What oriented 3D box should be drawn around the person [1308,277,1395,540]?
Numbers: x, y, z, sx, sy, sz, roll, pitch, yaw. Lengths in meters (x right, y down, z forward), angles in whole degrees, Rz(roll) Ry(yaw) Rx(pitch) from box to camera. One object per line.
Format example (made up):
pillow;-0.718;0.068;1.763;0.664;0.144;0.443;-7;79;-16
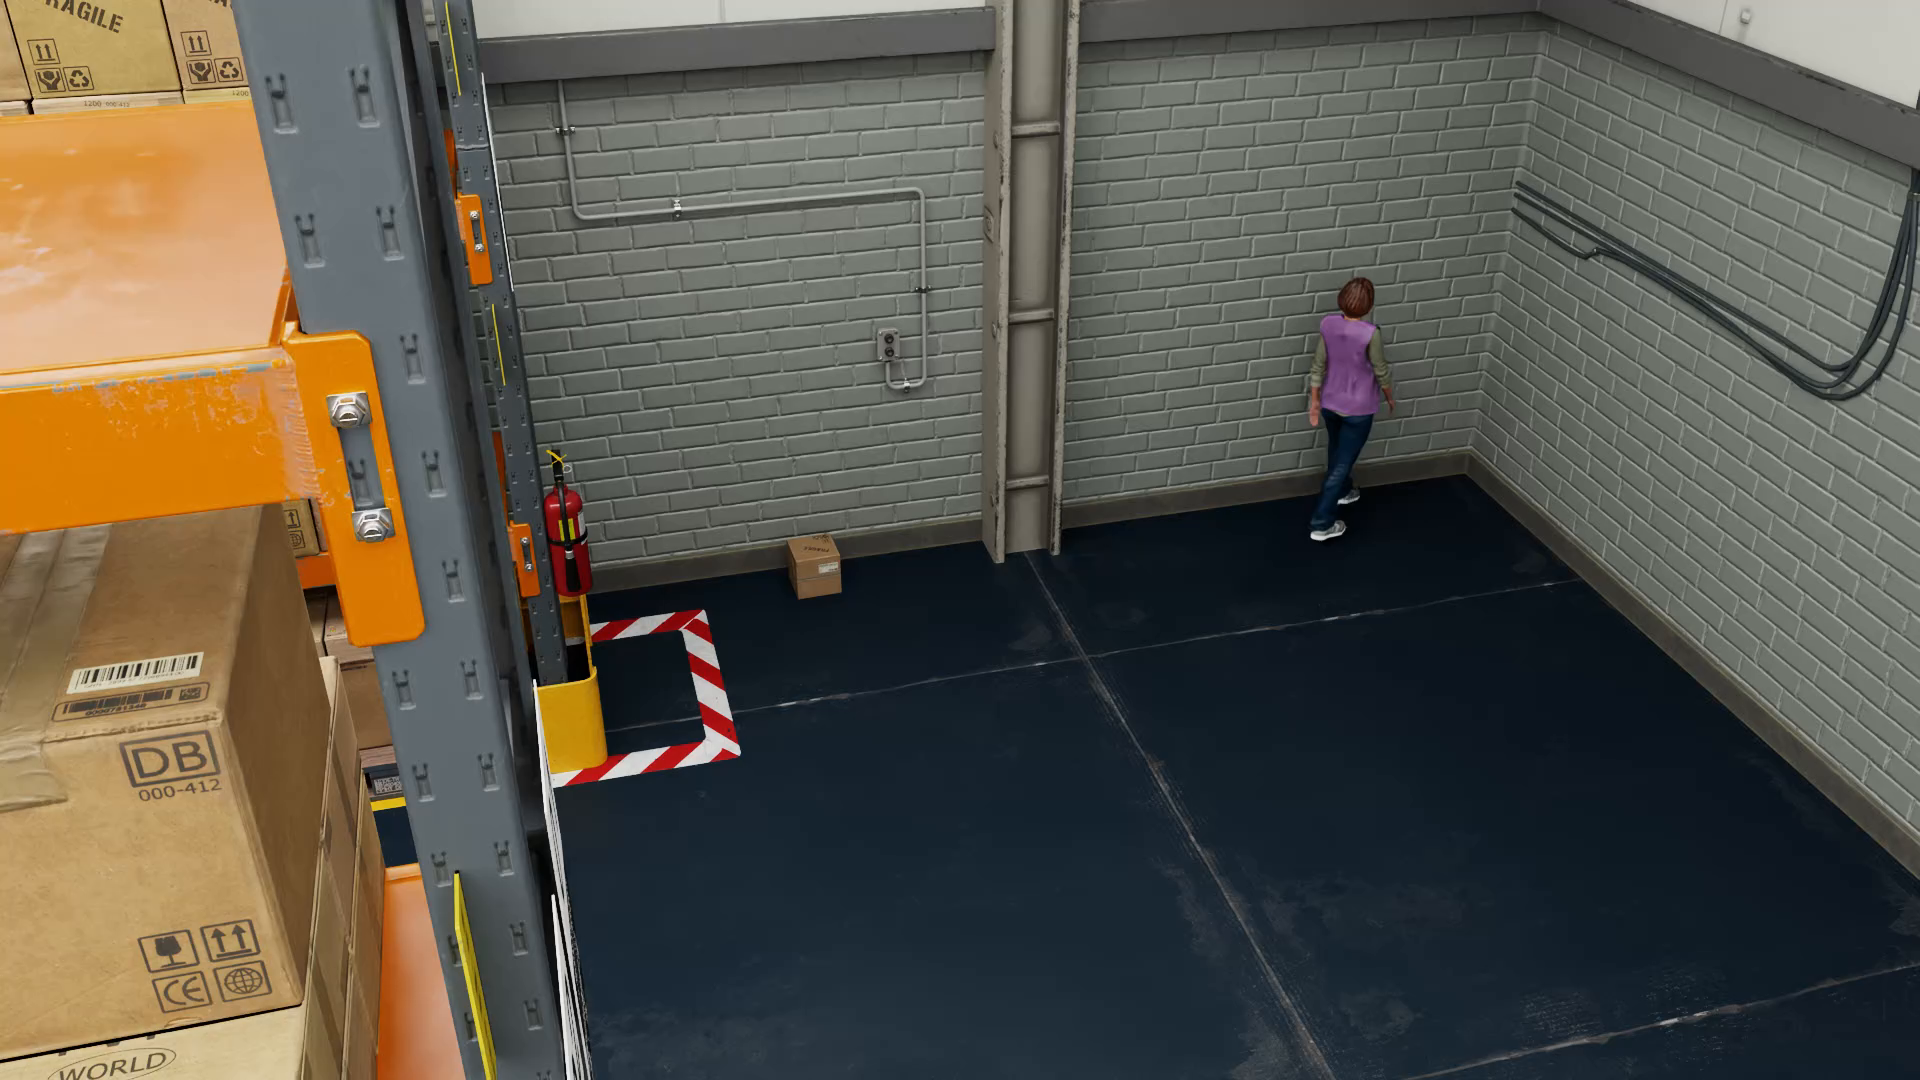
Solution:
person;2.282;-0.795;9.563;0.709;1.592;0.419;-26;39;-37
